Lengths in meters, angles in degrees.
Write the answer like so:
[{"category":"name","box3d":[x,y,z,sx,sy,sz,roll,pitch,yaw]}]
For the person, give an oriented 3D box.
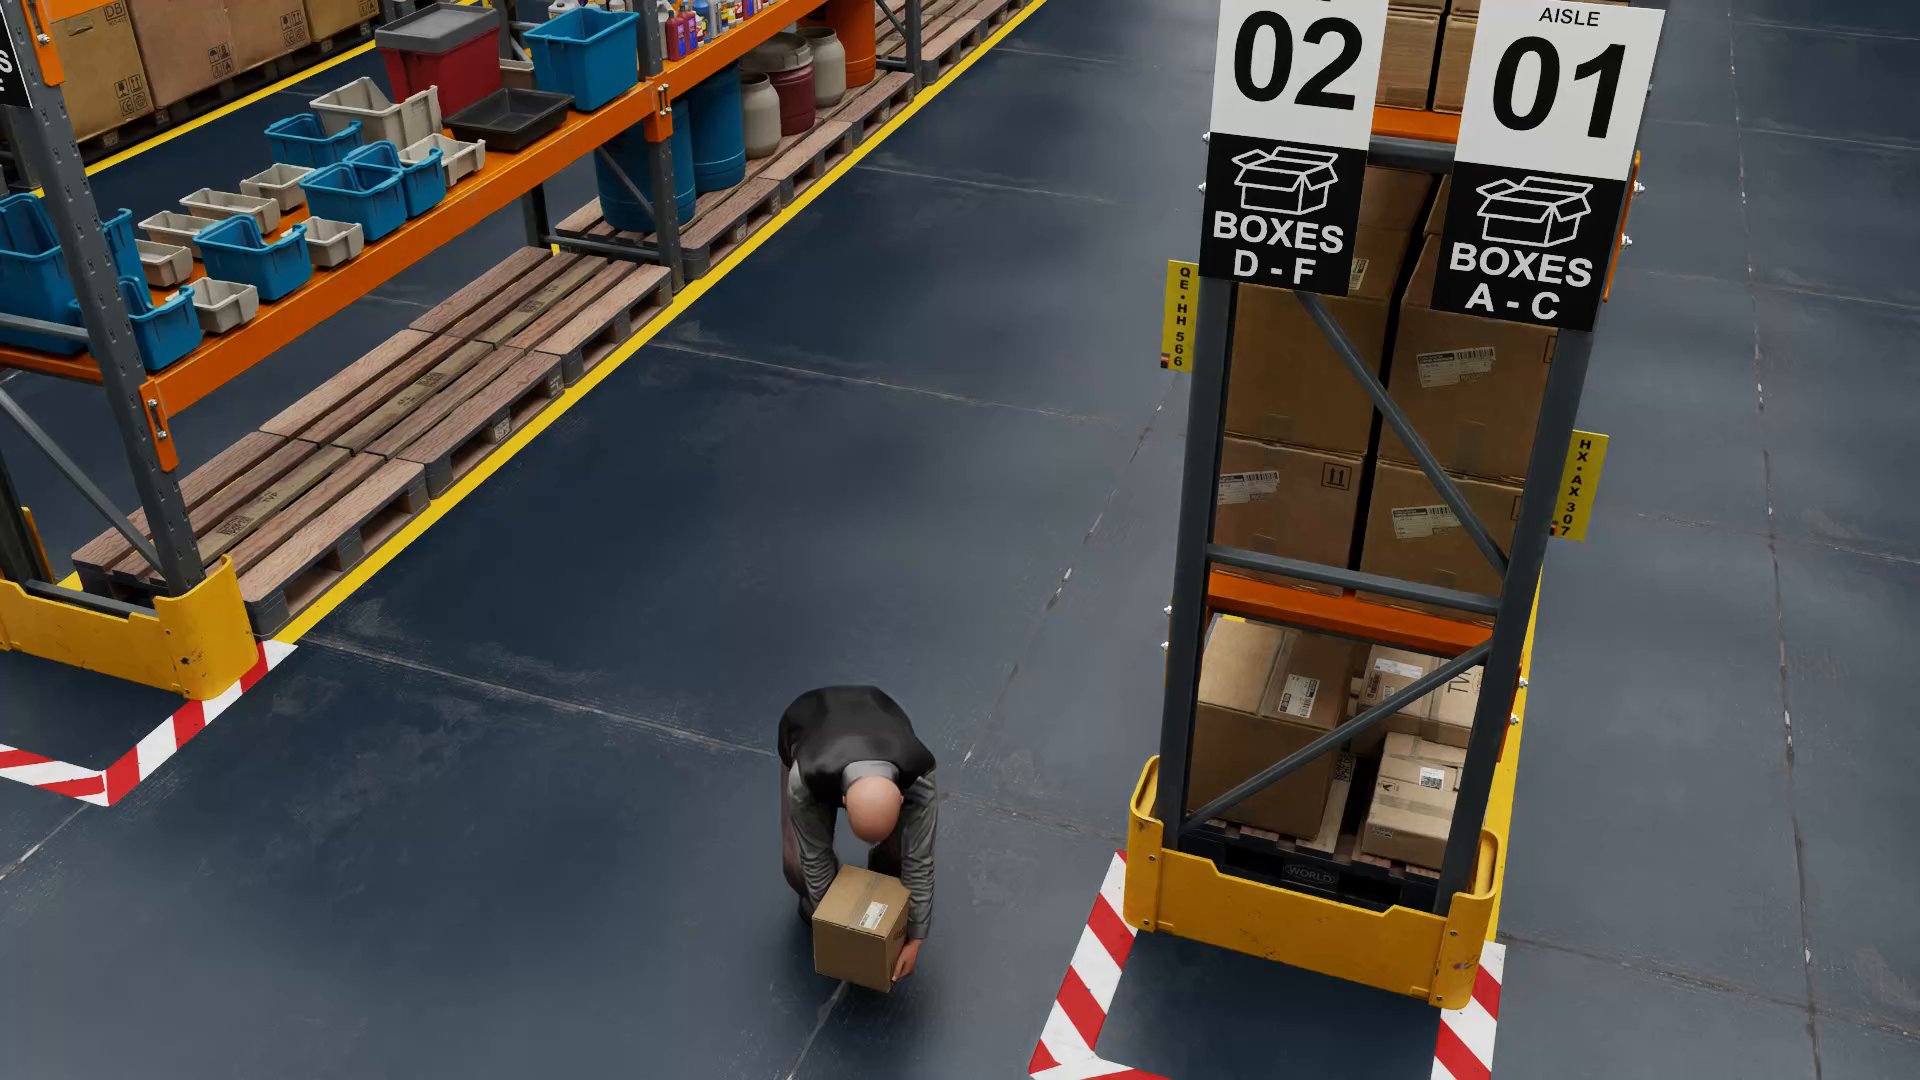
[{"category":"person","box3d":[-0.339,0.934,5.441,0.503,0.950,0.937,-5,33,-7]}]
